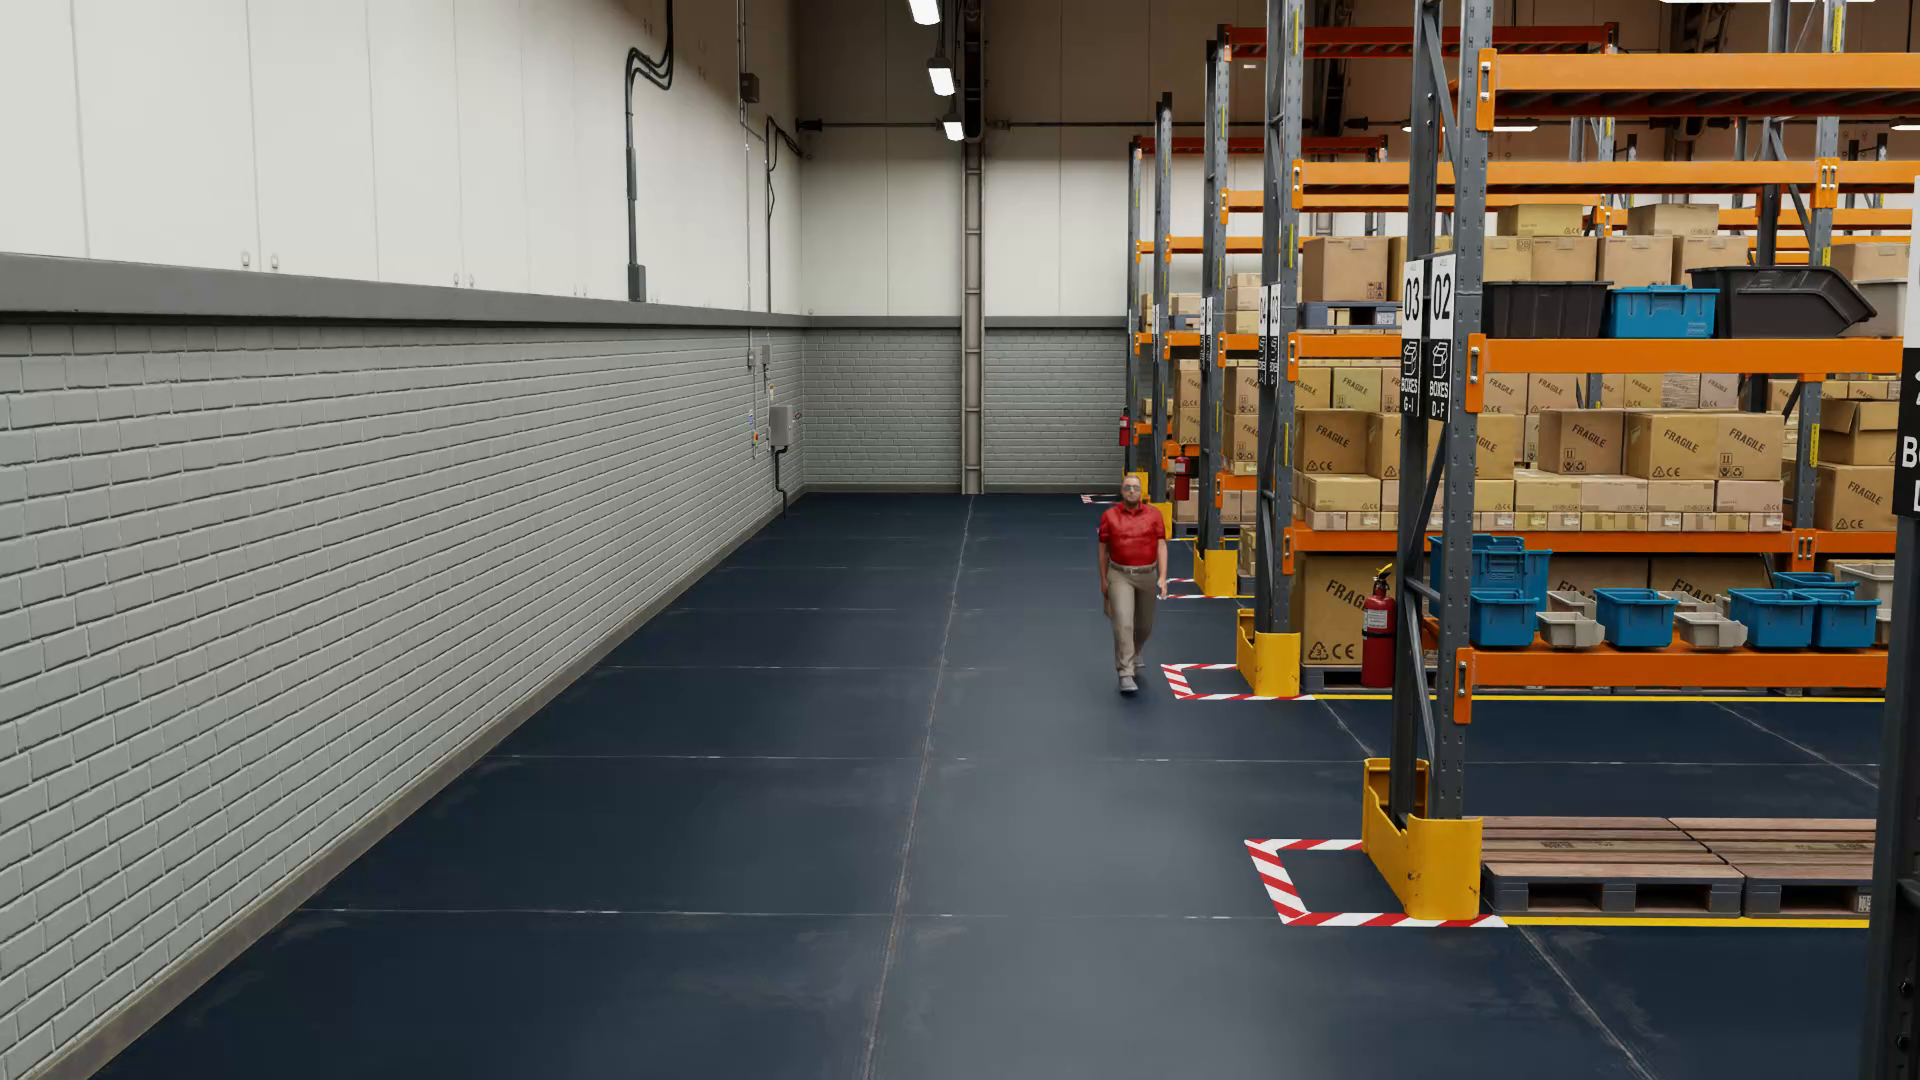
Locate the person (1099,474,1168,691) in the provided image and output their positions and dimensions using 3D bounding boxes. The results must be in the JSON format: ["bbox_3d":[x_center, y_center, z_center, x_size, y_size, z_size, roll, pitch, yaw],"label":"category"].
[{"bbox_3d":[1.390,0.314,13.338,0.531,1.682,0.998,-1,7,-6],"label":"person"}]
